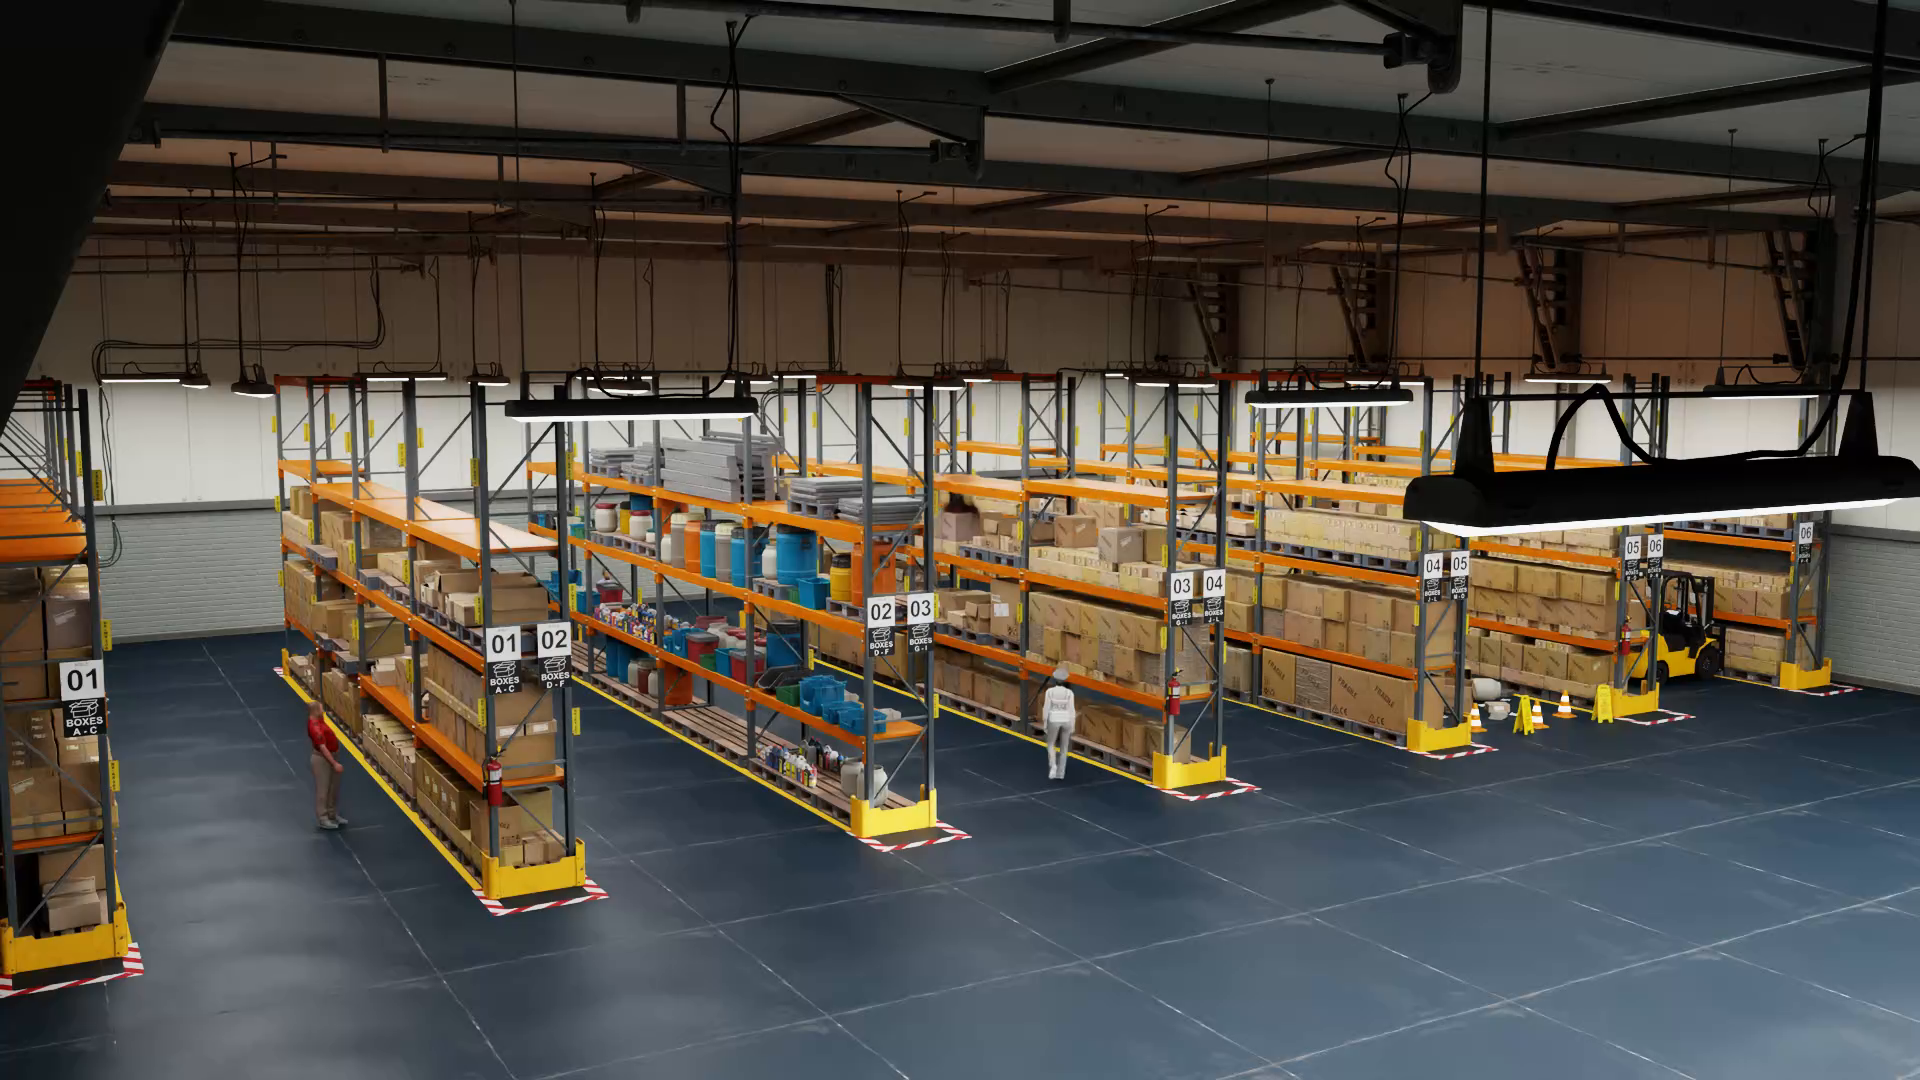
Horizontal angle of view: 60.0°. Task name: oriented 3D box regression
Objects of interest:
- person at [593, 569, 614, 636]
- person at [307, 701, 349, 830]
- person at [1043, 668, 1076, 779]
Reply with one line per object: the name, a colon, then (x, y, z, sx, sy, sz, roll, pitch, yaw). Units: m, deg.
person: (-7.968, 1.443, 37.460, 0.499, 1.588, 0.940, -5, 8, -40)
person: (-8.549, 3.036, 22.488, 0.571, 1.758, 0.623, 0, 6, 0)
person: (1.482, 2.760, 24.894, 0.495, 1.683, 0.496, 1, 6, 5)
